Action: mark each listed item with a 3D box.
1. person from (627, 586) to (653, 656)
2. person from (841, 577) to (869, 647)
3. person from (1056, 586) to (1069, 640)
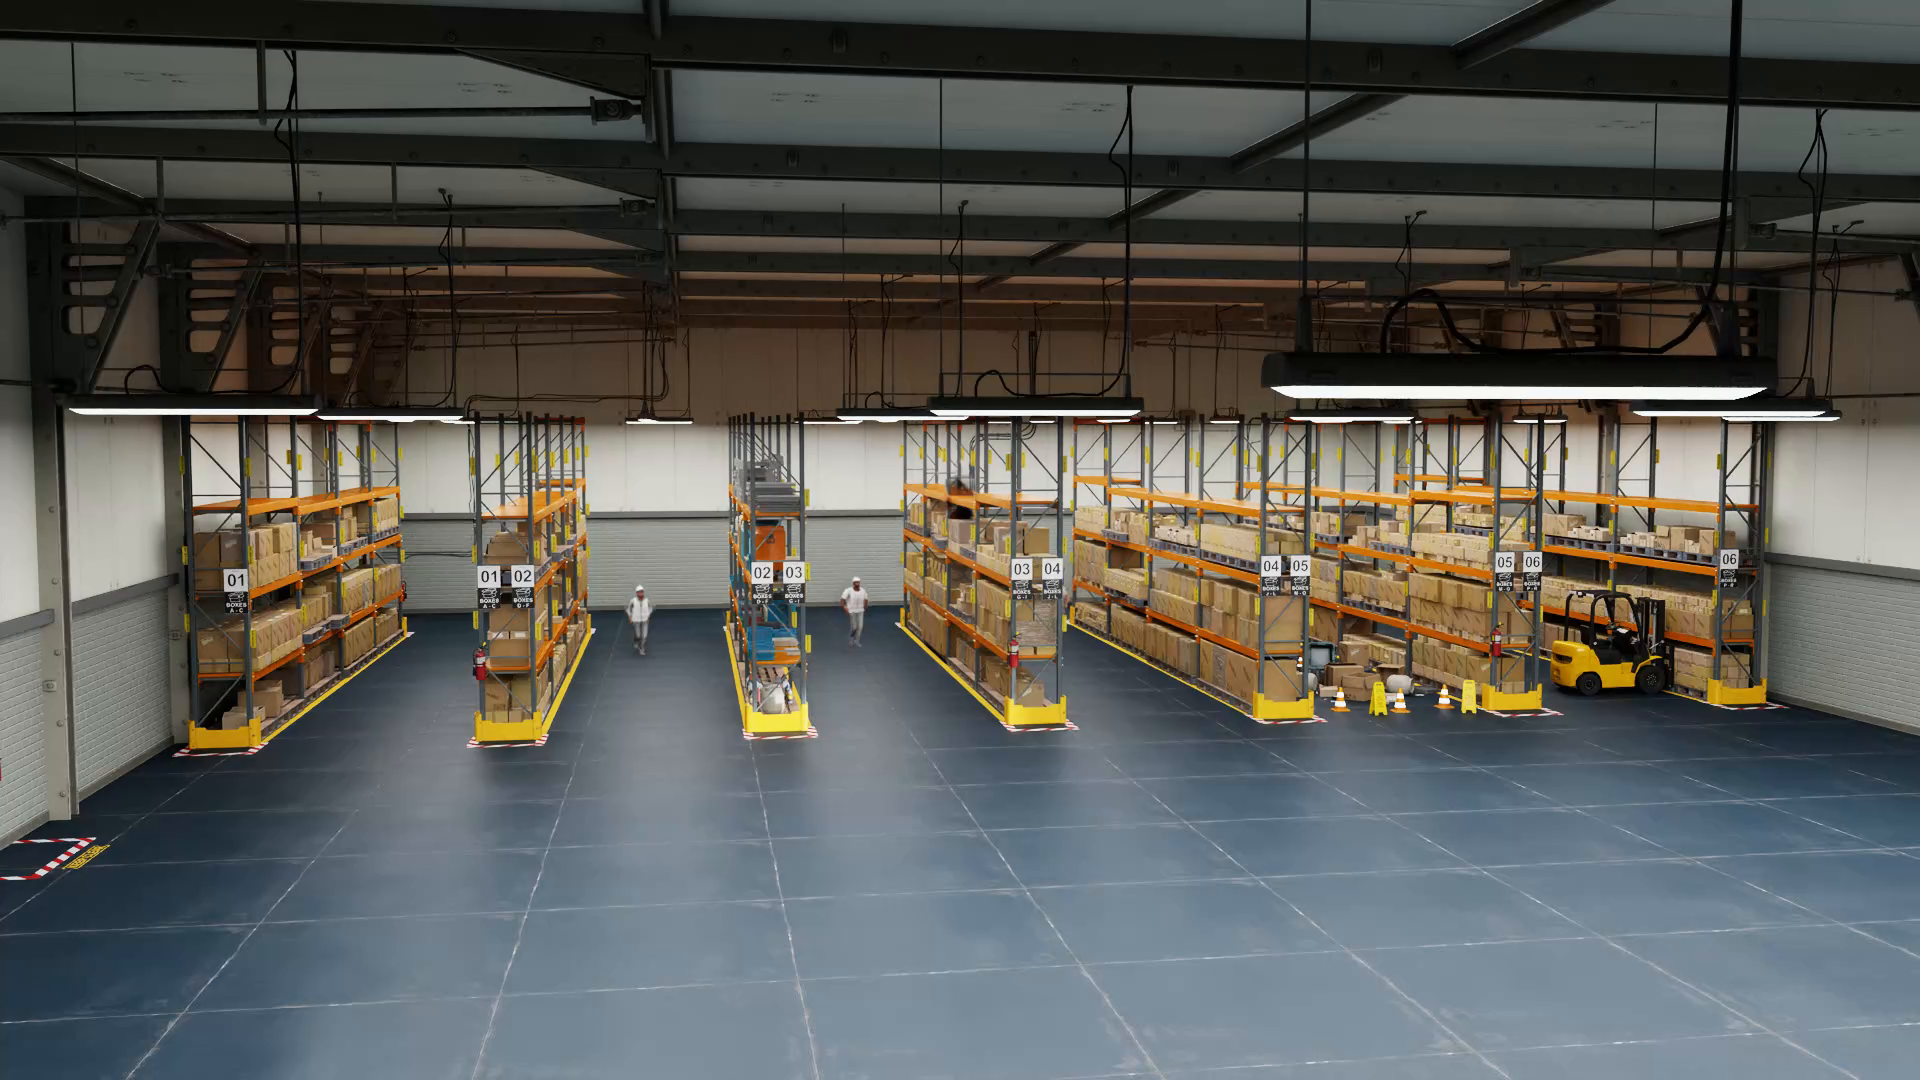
[{"bbox_3d":[-8.031,2.028,41.786,0.664,1.730,0.583,-1,4,-20],"label":"person"},{"bbox_3d":[-2.579,1.782,41.133,0.713,1.743,0.512,-1,4,-20],"label":"person"},{"bbox_3d":[2.605,1.822,44.633,0.673,1.746,0.527,0,4,-3],"label":"person"}]
